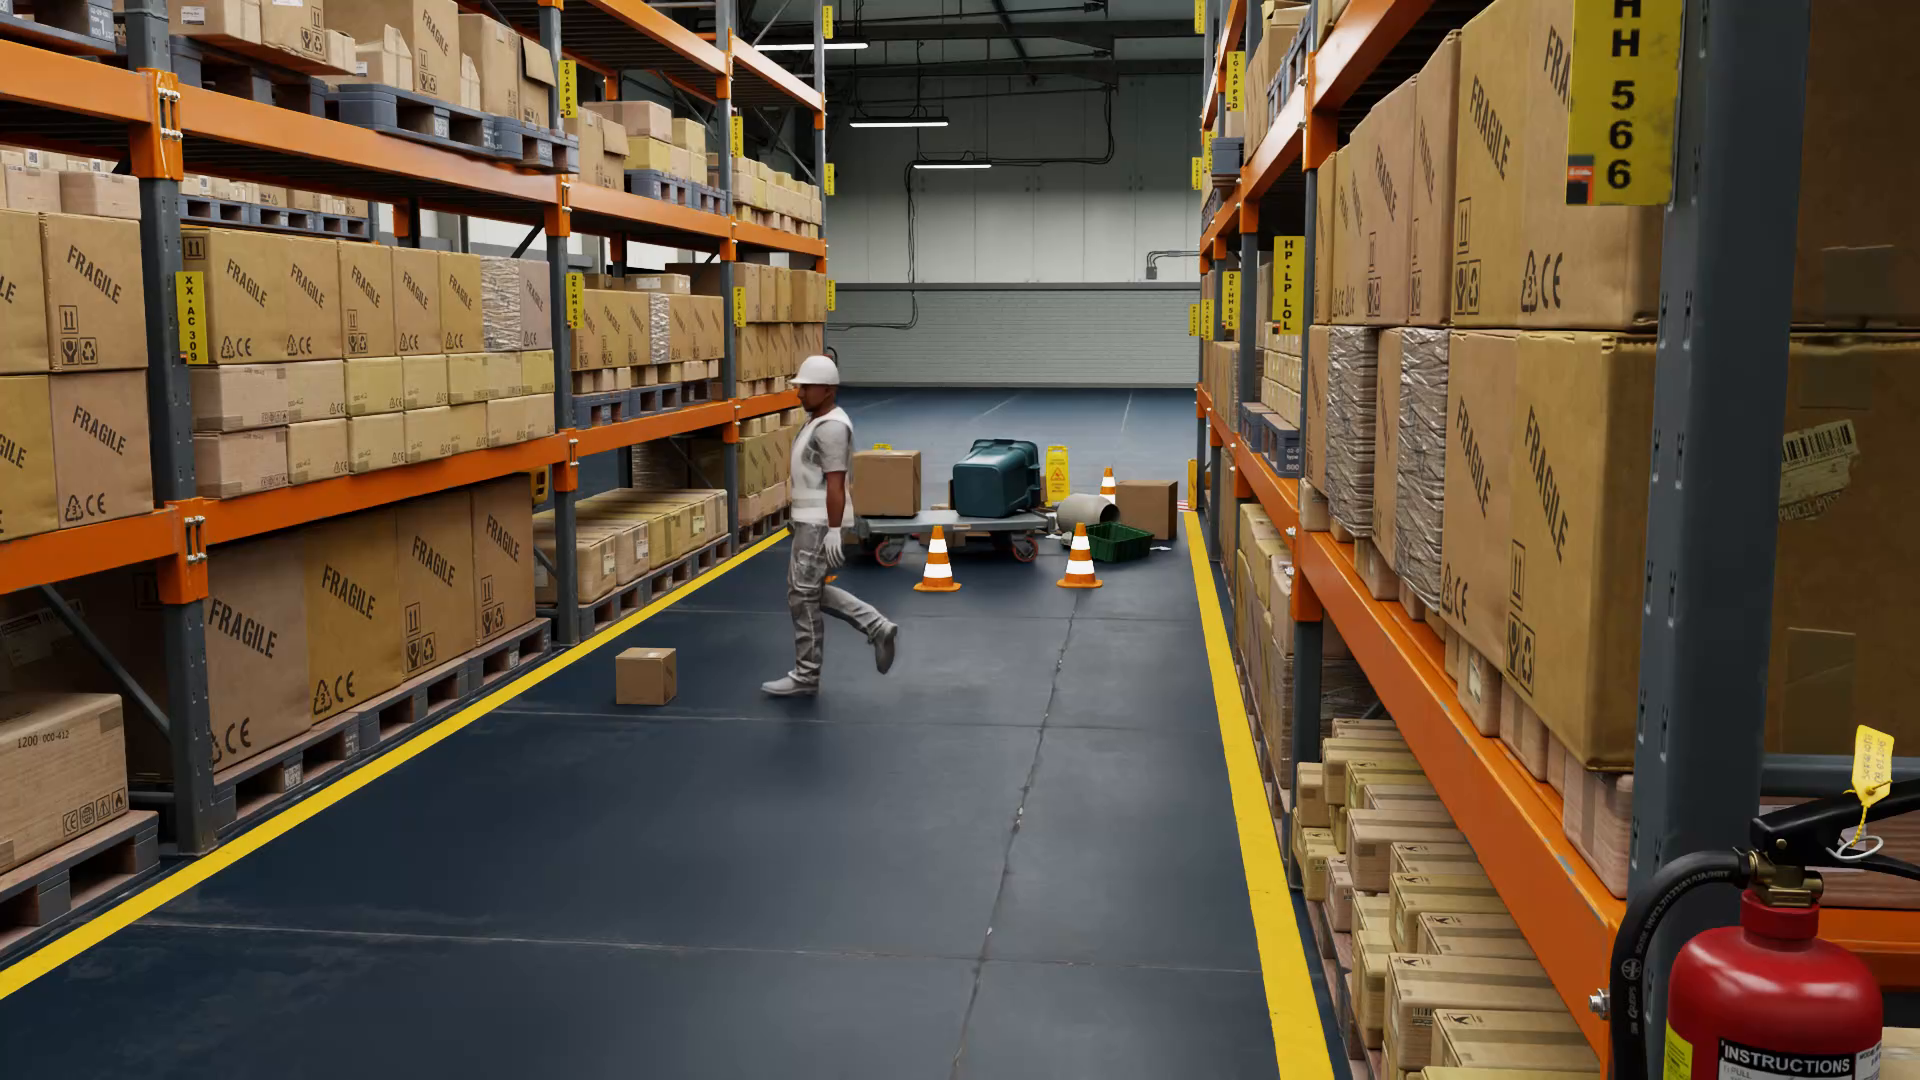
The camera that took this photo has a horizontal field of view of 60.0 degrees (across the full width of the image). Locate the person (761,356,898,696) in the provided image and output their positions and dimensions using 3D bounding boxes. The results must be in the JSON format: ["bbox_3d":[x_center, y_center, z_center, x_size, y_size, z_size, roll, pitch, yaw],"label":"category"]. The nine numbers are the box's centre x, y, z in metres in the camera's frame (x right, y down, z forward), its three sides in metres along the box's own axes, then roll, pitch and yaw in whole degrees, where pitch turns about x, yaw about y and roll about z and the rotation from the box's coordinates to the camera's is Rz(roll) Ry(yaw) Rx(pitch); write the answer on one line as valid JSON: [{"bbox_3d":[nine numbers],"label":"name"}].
[{"bbox_3d":[-0.689,-0.079,8.731,0.732,1.769,0.600,-1,8,-6],"label":"person"}]
